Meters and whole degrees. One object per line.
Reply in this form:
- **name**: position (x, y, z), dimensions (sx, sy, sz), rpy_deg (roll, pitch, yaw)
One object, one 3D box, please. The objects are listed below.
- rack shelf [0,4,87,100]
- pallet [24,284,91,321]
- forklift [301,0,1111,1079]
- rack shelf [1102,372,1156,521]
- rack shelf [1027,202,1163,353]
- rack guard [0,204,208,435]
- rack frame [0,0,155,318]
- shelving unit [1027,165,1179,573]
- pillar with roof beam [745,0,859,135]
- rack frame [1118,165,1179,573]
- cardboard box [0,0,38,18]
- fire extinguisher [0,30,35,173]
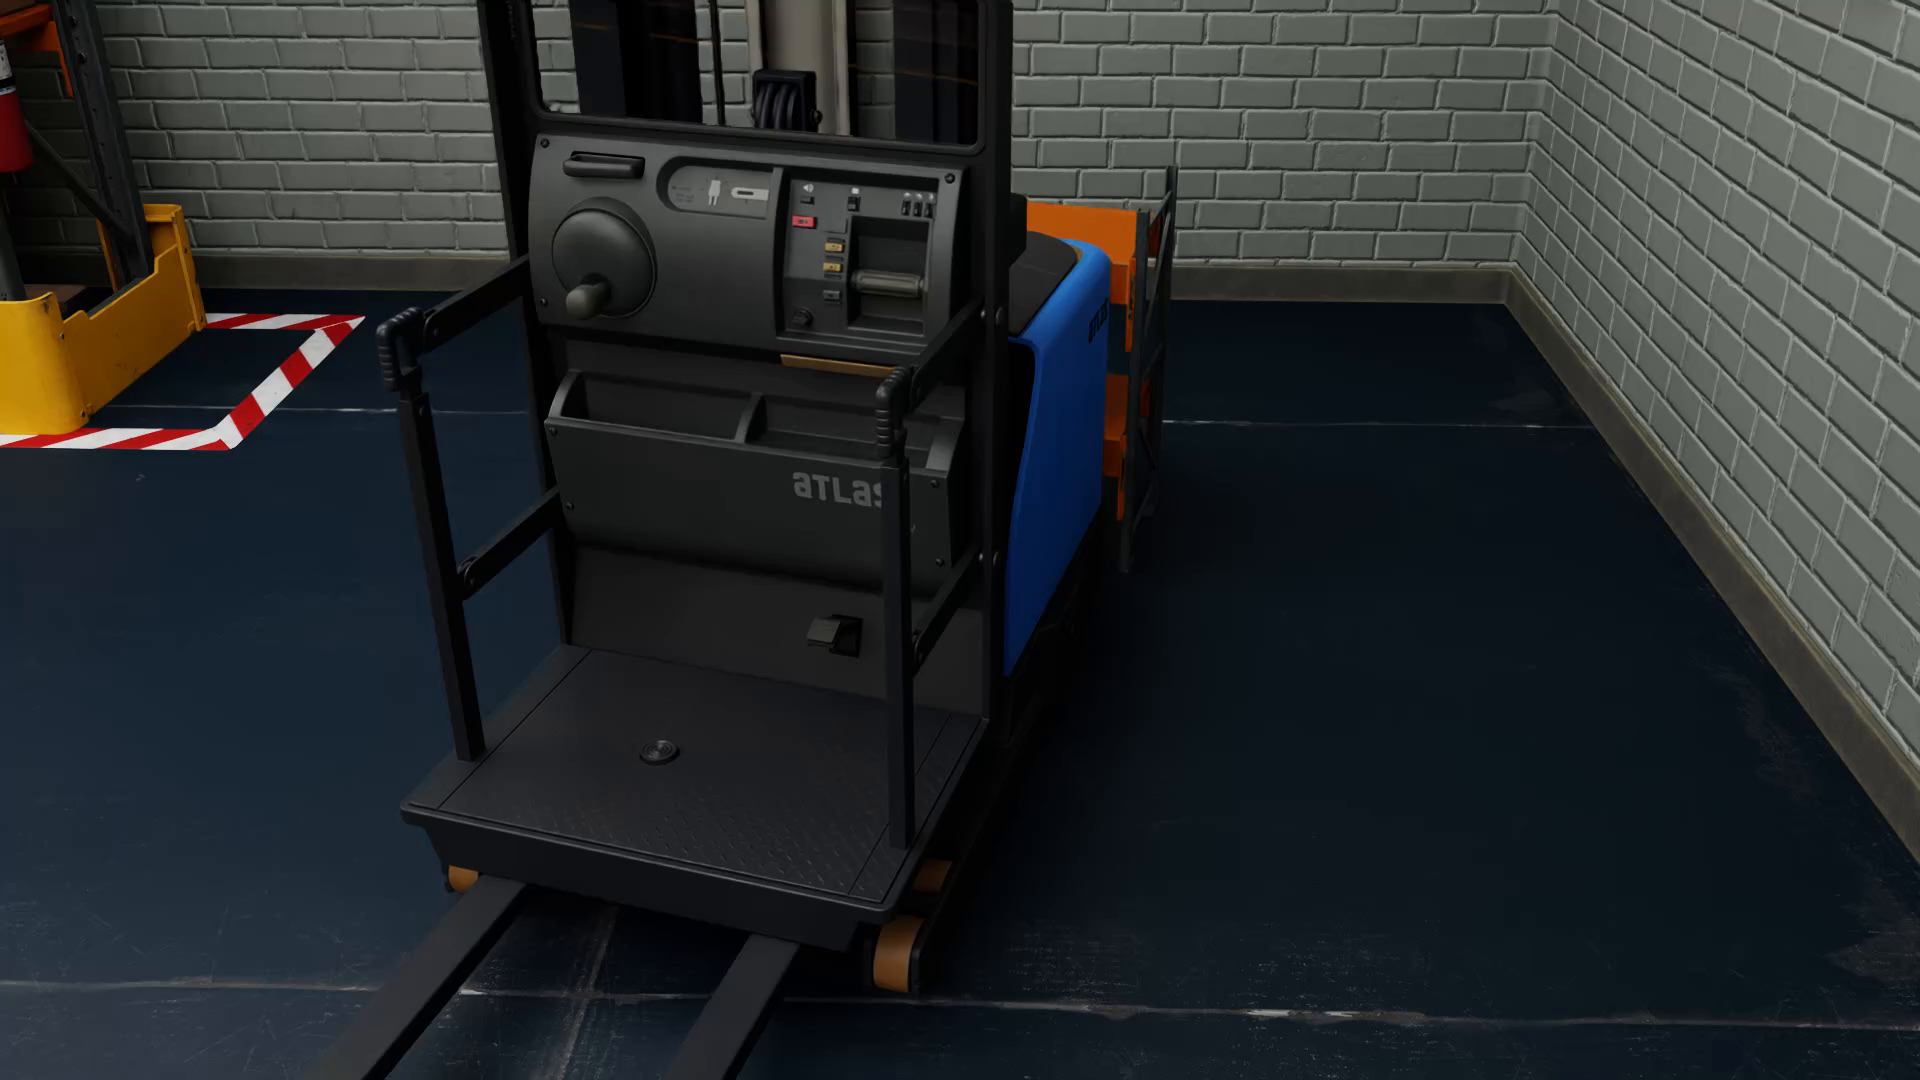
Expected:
- **rack shelf**: position (-5.355, -1.692, 6.007), dimensions (4.000, 0.370, 1.077), rpy_deg (1, 28, 2)
- **pallet**: position (-4.158, -0.721, 6.385), dimensions (1.213, 0.211, 1.003), rpy_deg (1, 28, 2)
- **forklift**: position (-0.508, -0.561, 3.179), dimensions (1.130, 2.935, 3.031), rpy_deg (8, 29, 15)
- **rack shelf**: position (0.079, -0.360, 5.251), dimensions (1.000, 0.278, 0.538), rpy_deg (8, 29, 14)
- **rack shelf**: position (0.079, -0.835, 4.999), dimensions (1.000, 0.278, 0.538), rpy_deg (8, 29, 14)
- **rack guard**: position (-3.332, -0.872, 6.360), dimensions (0.348, 0.500, 1.175), rpy_deg (1, 28, 2)
- **rack frame**: position (-3.356, -1.976, 5.776), dimensions (0.127, 3.000, 1.000), rpy_deg (1, 28, 2)
- **shelving unit**: position (0.079, -0.576, 5.136), dimensions (1.048, 1.125, 0.538), rpy_deg (8, 29, 14)
- **pillar with roof beam**: position (-0.779, -2.972, 1.249), dimensions (0.400, 9.000, 9.100), rpy_deg (1, 28, 2)
- **rack frame**: position (0.567, -0.509, 5.010), dimensions (0.032, 1.125, 0.500), rpy_deg (8, 29, 14)
- **cardboard box**: position (-3.866, -2.113, 5.713), dimensions (0.700, 0.700, 0.980), rpy_deg (2, 28, 4)
- **fire extinguisher**: position (-3.222, -1.559, 5.469), dimensions (0.183, 0.674, 0.296), rpy_deg (1, 28, 2)
